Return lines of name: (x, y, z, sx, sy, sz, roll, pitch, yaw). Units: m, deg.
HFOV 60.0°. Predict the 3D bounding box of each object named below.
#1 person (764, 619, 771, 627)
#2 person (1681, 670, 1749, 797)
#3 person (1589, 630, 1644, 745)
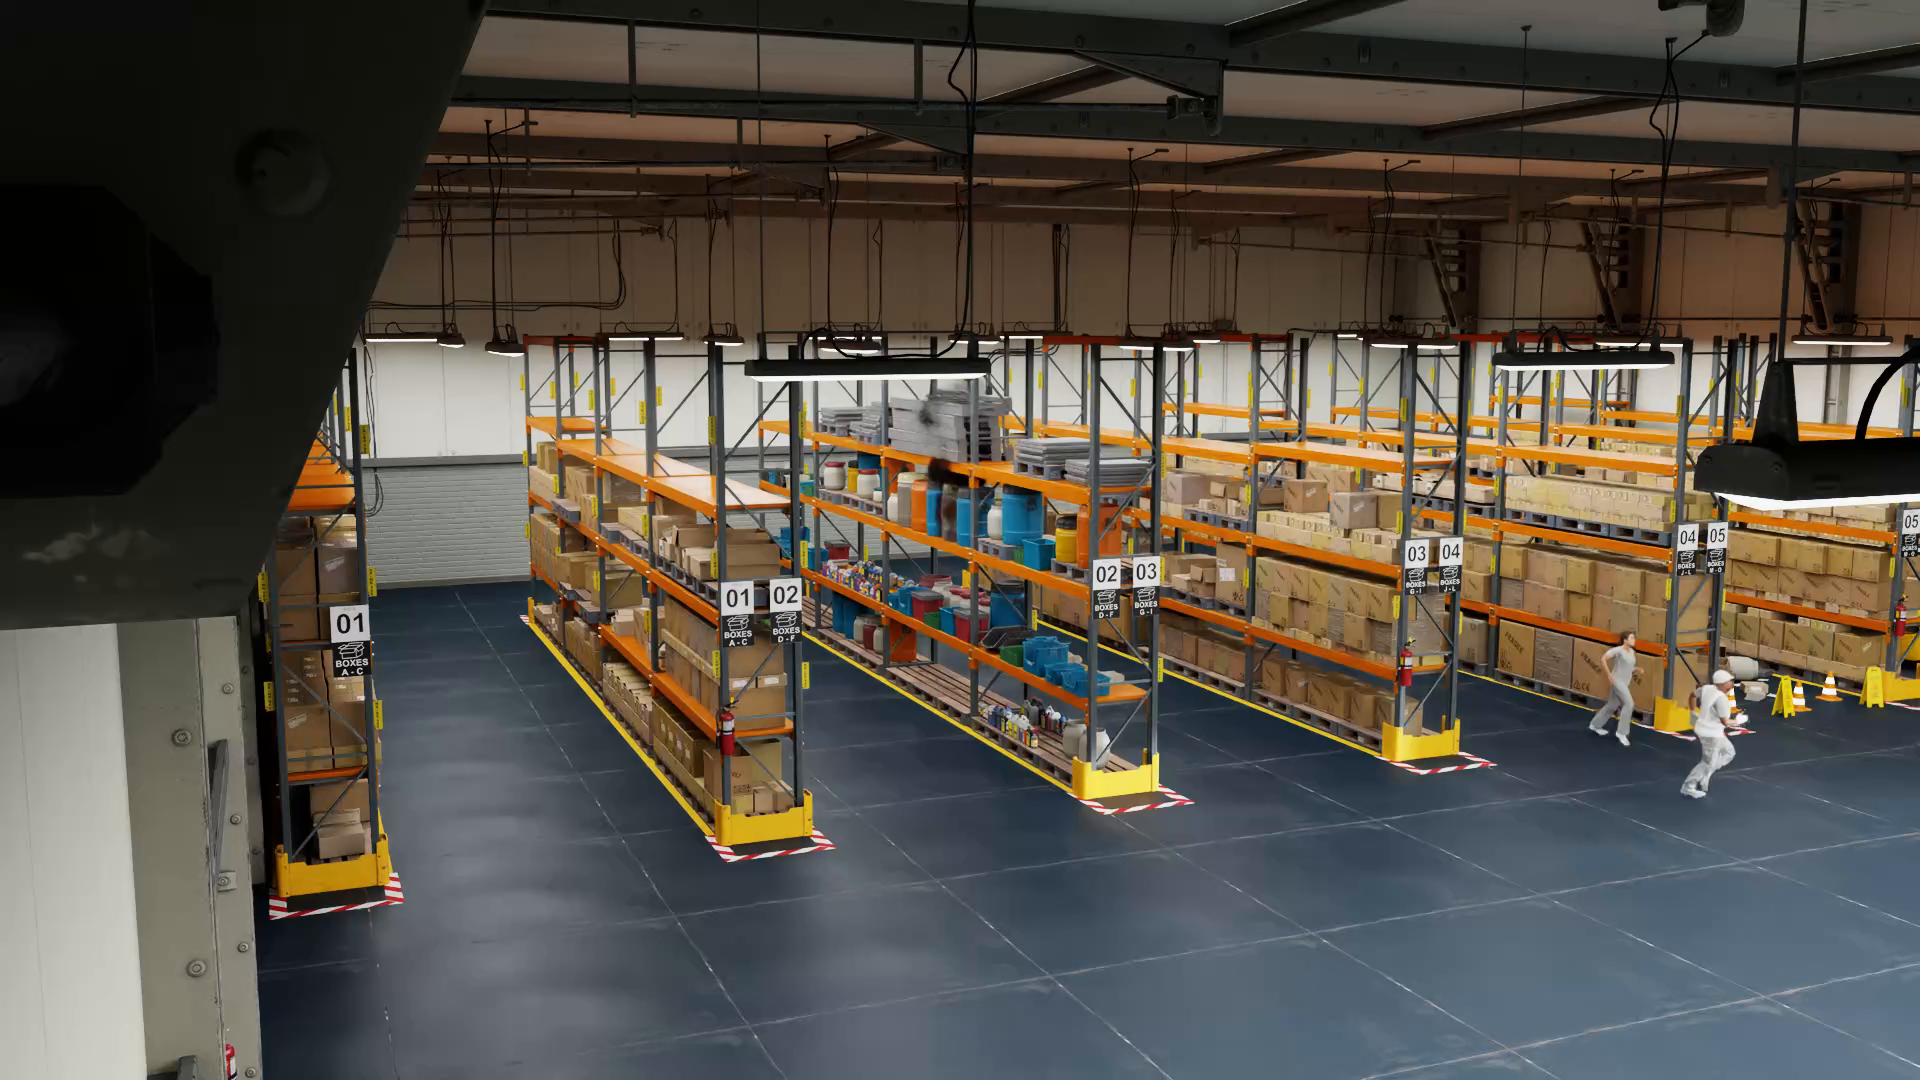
person: (-3.482, 1.325, 30.860, 0.655, 1.817, 0.909, -4, 8, -26)
person: (9.954, 2.550, 21.914, 0.747, 1.724, 0.727, 1, 8, 11)
person: (9.946, 2.198, 25.133, 0.556, 1.707, 0.762, -7, 10, -43)
